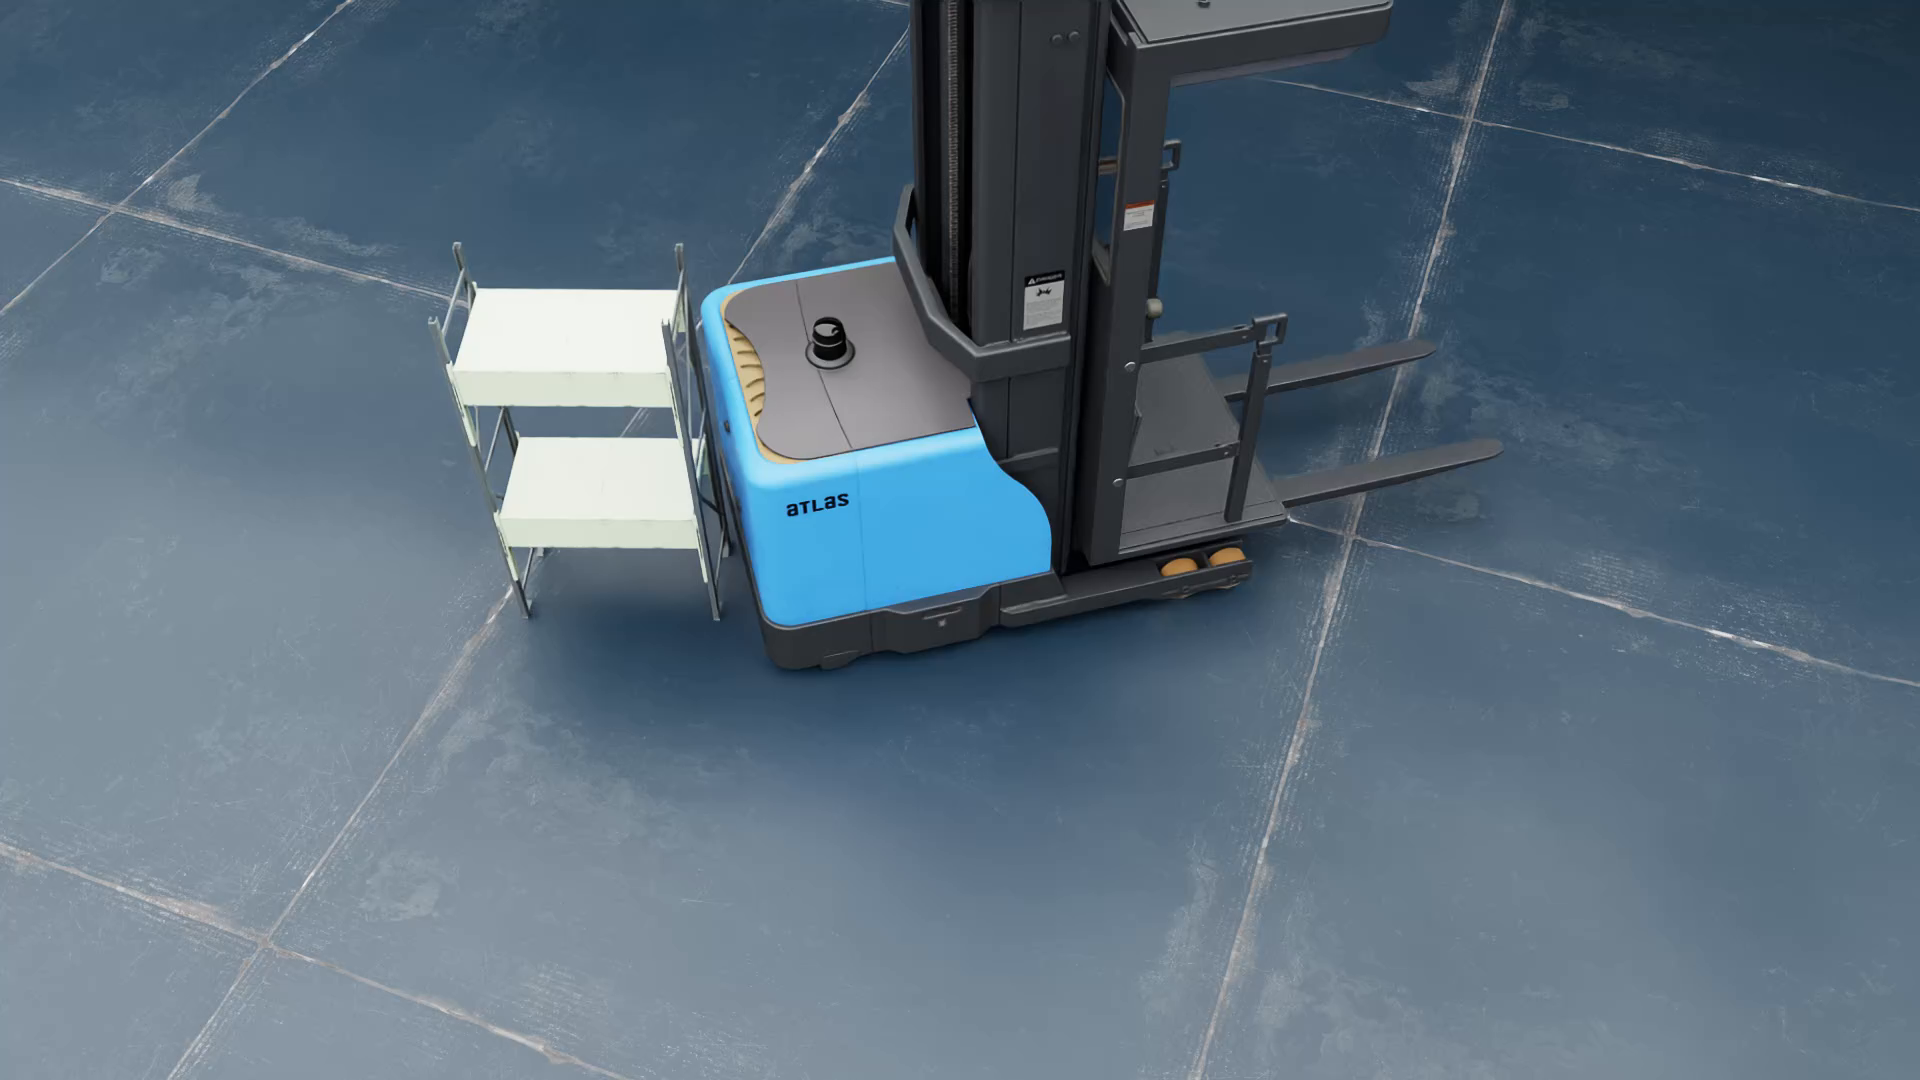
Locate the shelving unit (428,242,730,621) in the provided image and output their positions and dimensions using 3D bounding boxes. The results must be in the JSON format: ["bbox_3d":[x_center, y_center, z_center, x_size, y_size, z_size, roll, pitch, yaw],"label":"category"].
[{"bbox_3d":[-1.292,-0.336,5.915,0.755,1.500,0.431,0,49,0],"label":"shelving unit"}]

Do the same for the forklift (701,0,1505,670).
[{"bbox_3d":[0.629,-1.108,5.637,3.031,2.935,1.130,-12,50,-10],"label":"forklift"}]

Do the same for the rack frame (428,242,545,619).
[{"bbox_3d":[-1.658,-0.339,5.918,0.023,1.500,0.400,0,49,0],"label":"rack frame"}]

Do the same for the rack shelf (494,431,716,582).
[{"bbox_3d":[-1.292,-0.123,6.162,0.720,0.370,0.431,0,49,0],"label":"rack shelf"}]

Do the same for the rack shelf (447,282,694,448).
[{"bbox_3d":[-1.292,-0.592,5.621,0.720,0.370,0.431,0,49,0],"label":"rack shelf"}]

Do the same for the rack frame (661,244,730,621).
[{"bbox_3d":[-0.926,-0.333,5.913,0.023,1.500,0.400,0,49,0],"label":"rack frame"}]
